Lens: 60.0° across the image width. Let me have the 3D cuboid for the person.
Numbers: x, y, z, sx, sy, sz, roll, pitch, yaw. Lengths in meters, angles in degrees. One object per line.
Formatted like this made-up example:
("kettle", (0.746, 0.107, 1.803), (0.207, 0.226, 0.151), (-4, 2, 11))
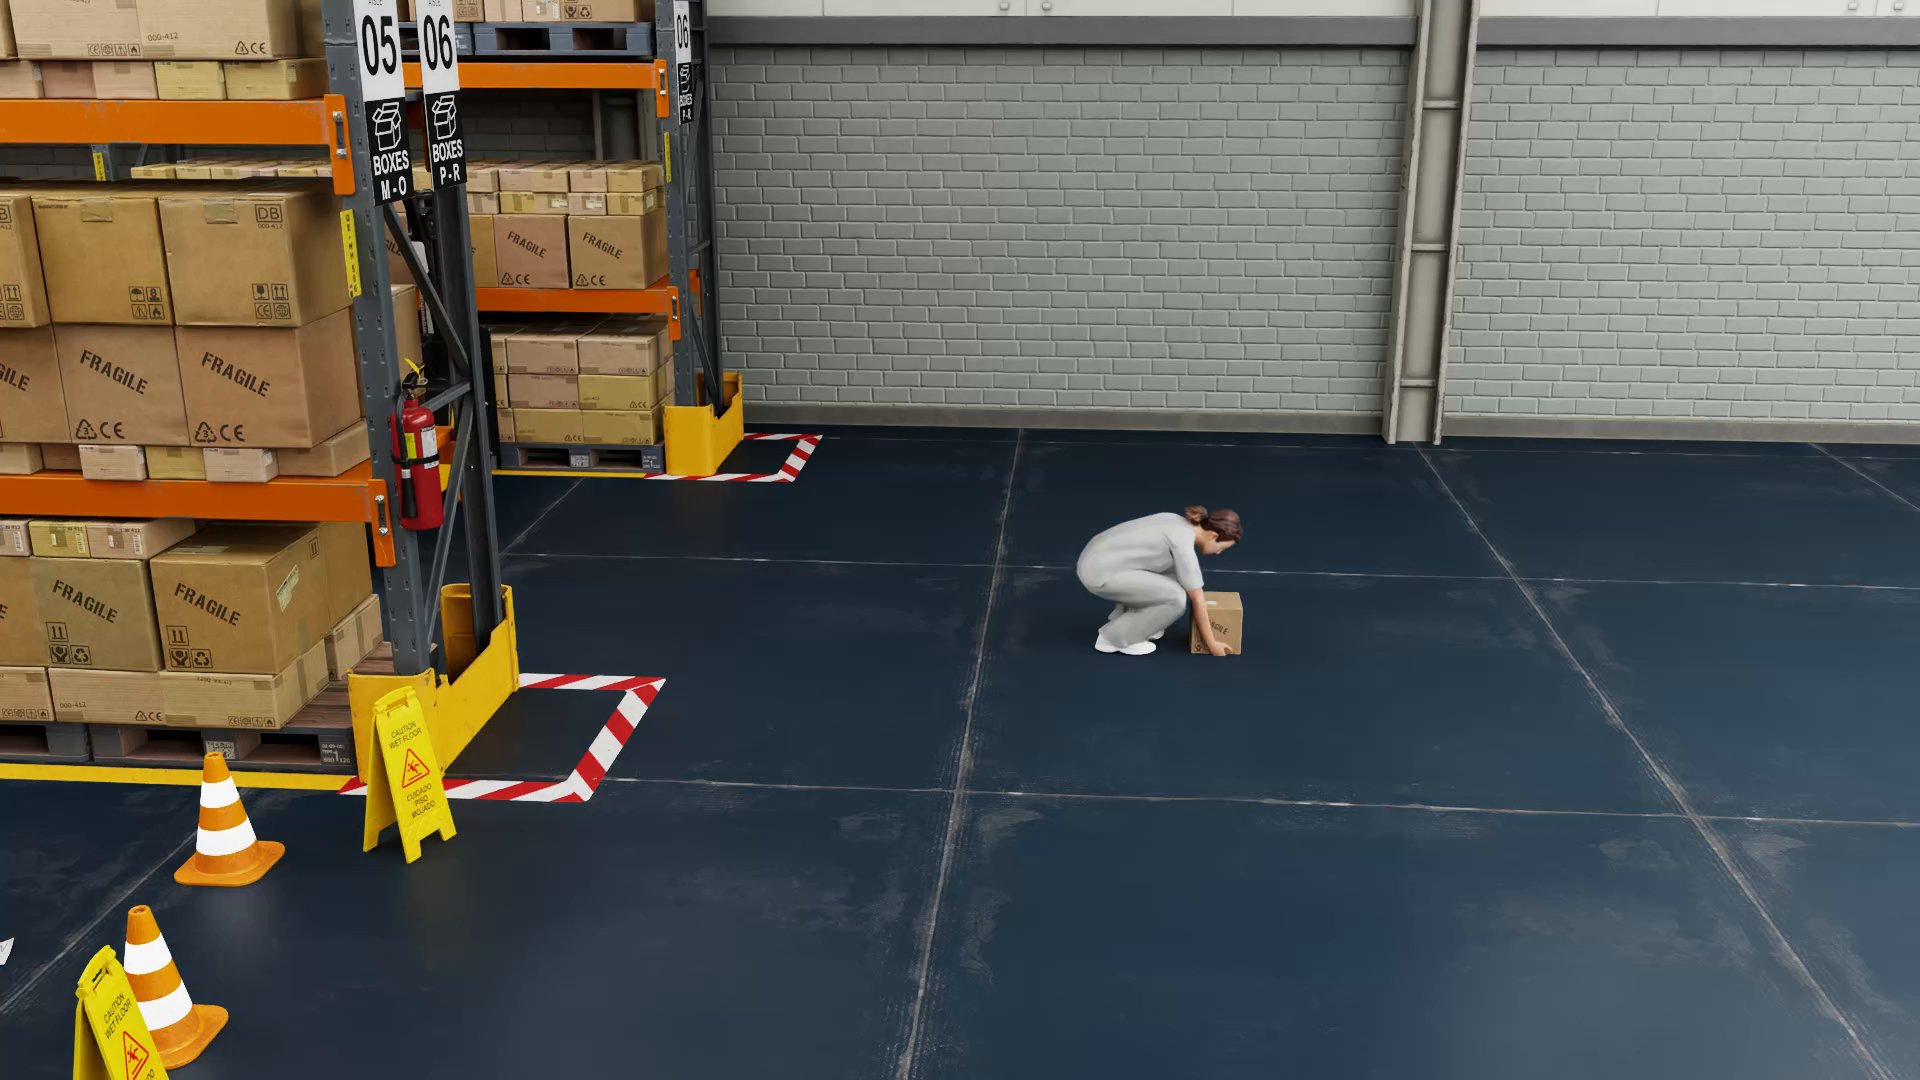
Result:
("person", (1.015, 0.220, 8.515), (0.839, 0.795, 0.458), (1, 18, 3))
